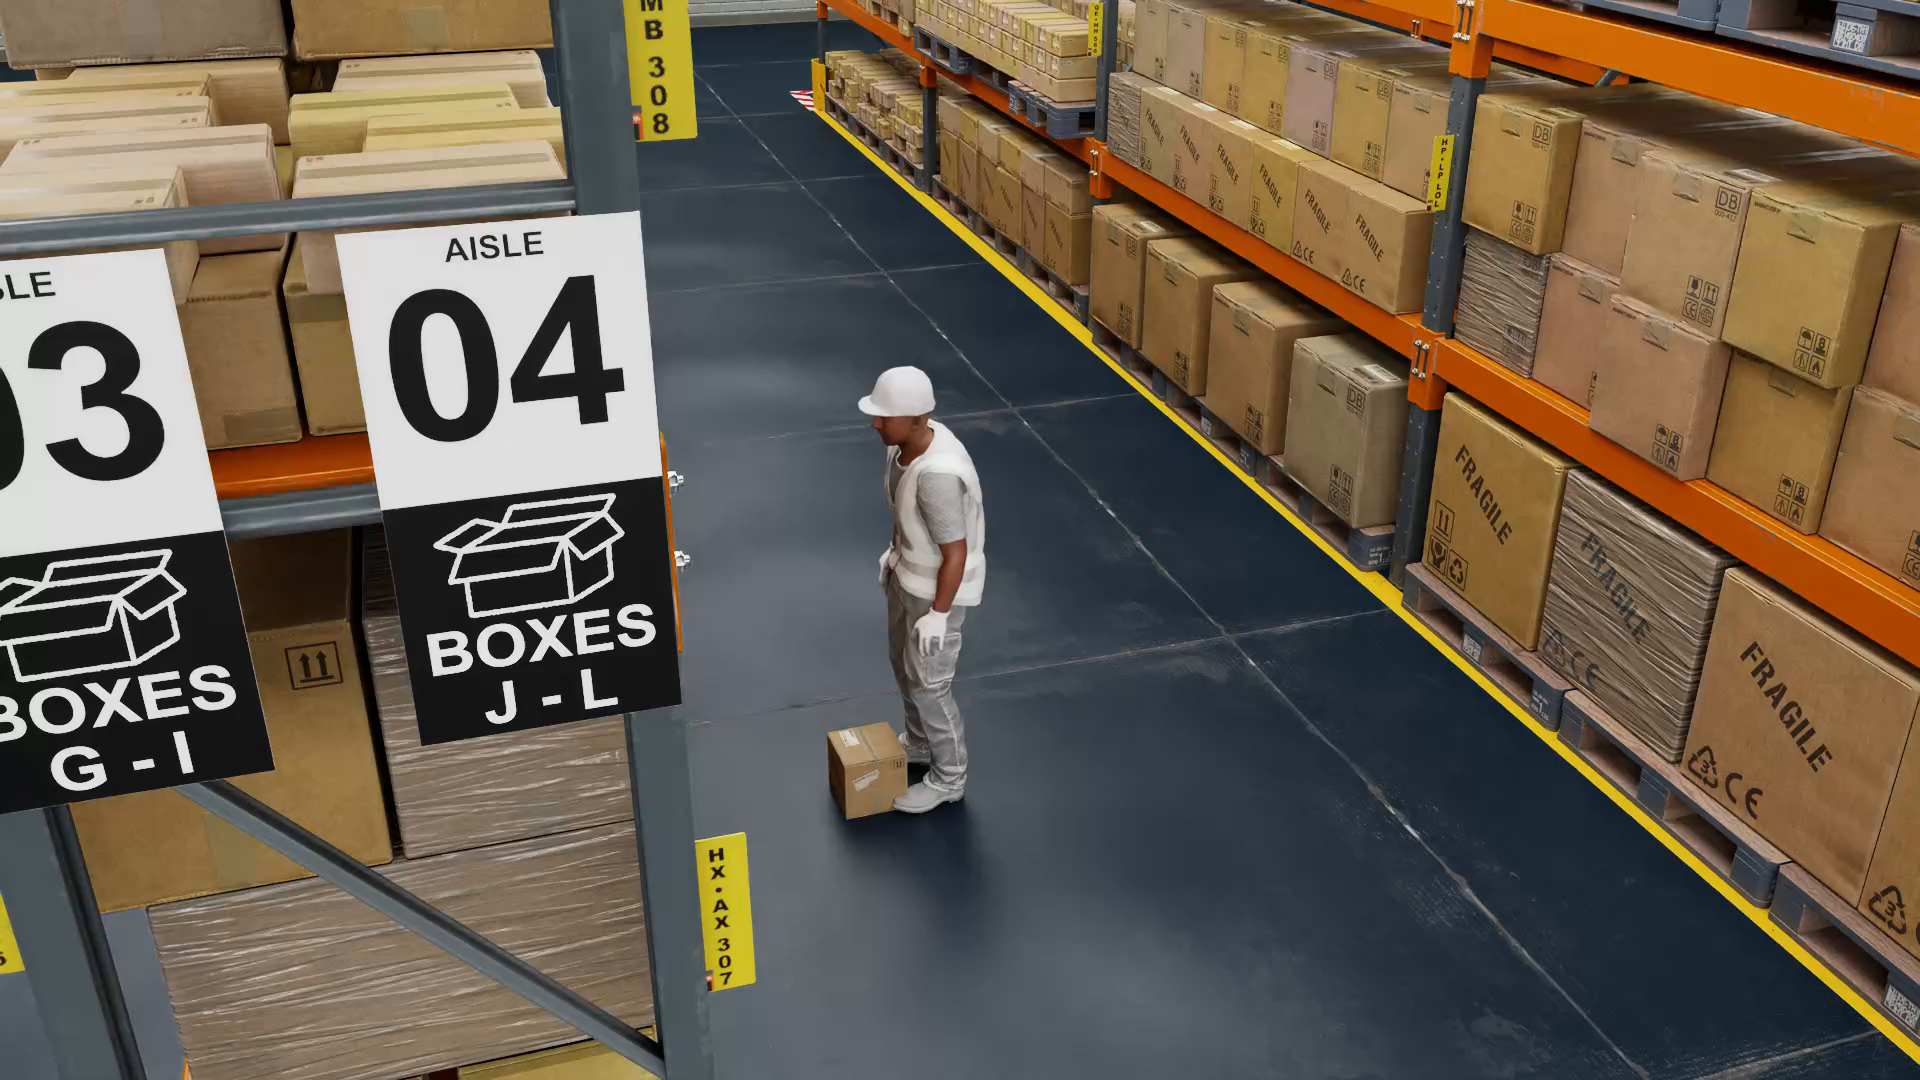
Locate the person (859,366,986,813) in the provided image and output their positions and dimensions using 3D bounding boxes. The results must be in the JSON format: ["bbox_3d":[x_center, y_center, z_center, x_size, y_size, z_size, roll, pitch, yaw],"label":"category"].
[{"bbox_3d":[-0.148,0.175,6.242,0.446,1.775,0.618,-8,27,-16],"label":"person"}]
